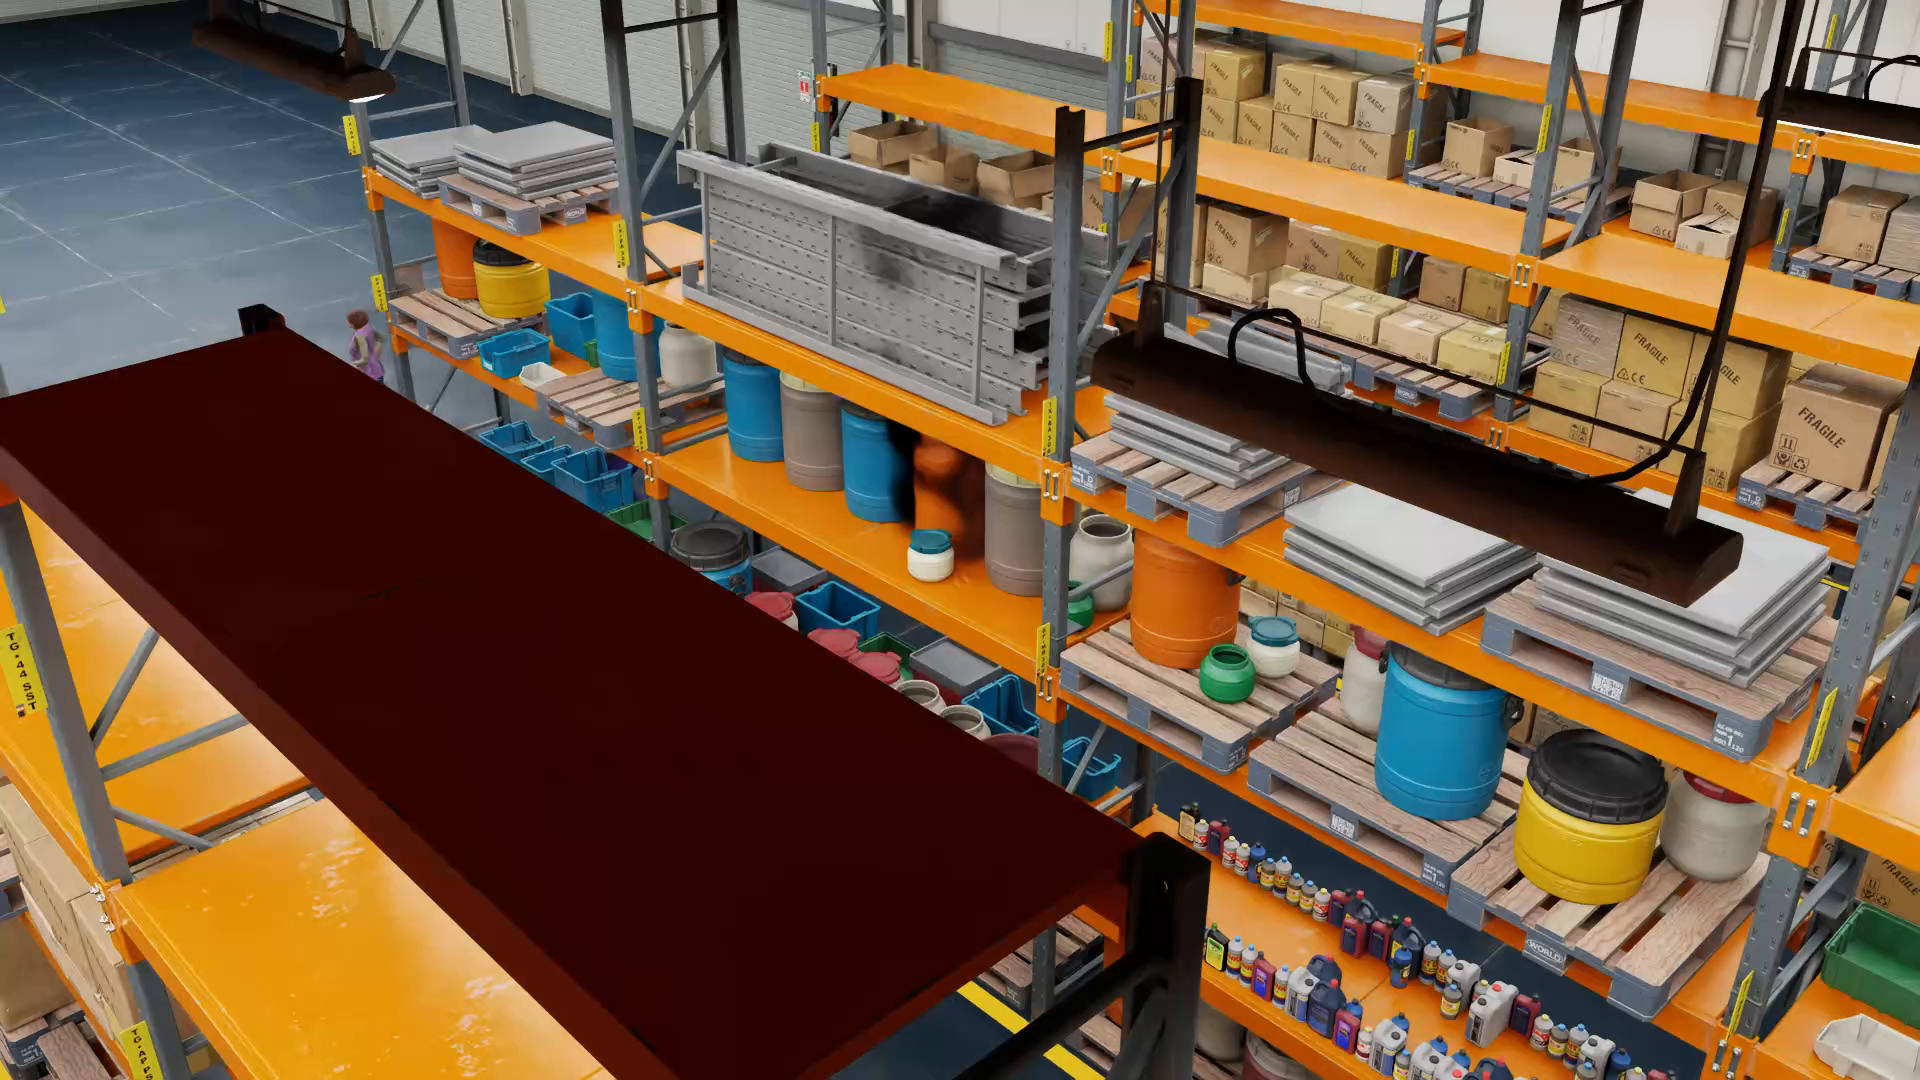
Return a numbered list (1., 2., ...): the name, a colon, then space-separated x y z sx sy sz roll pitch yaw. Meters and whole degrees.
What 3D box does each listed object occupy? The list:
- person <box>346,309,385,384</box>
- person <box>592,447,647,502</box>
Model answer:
1. person: -6.632 -1.846 18.620 0.622 1.569 0.538 -9 29 -16
2. person: -3.414 -0.769 16.620 0.541 1.600 0.594 15 32 25
